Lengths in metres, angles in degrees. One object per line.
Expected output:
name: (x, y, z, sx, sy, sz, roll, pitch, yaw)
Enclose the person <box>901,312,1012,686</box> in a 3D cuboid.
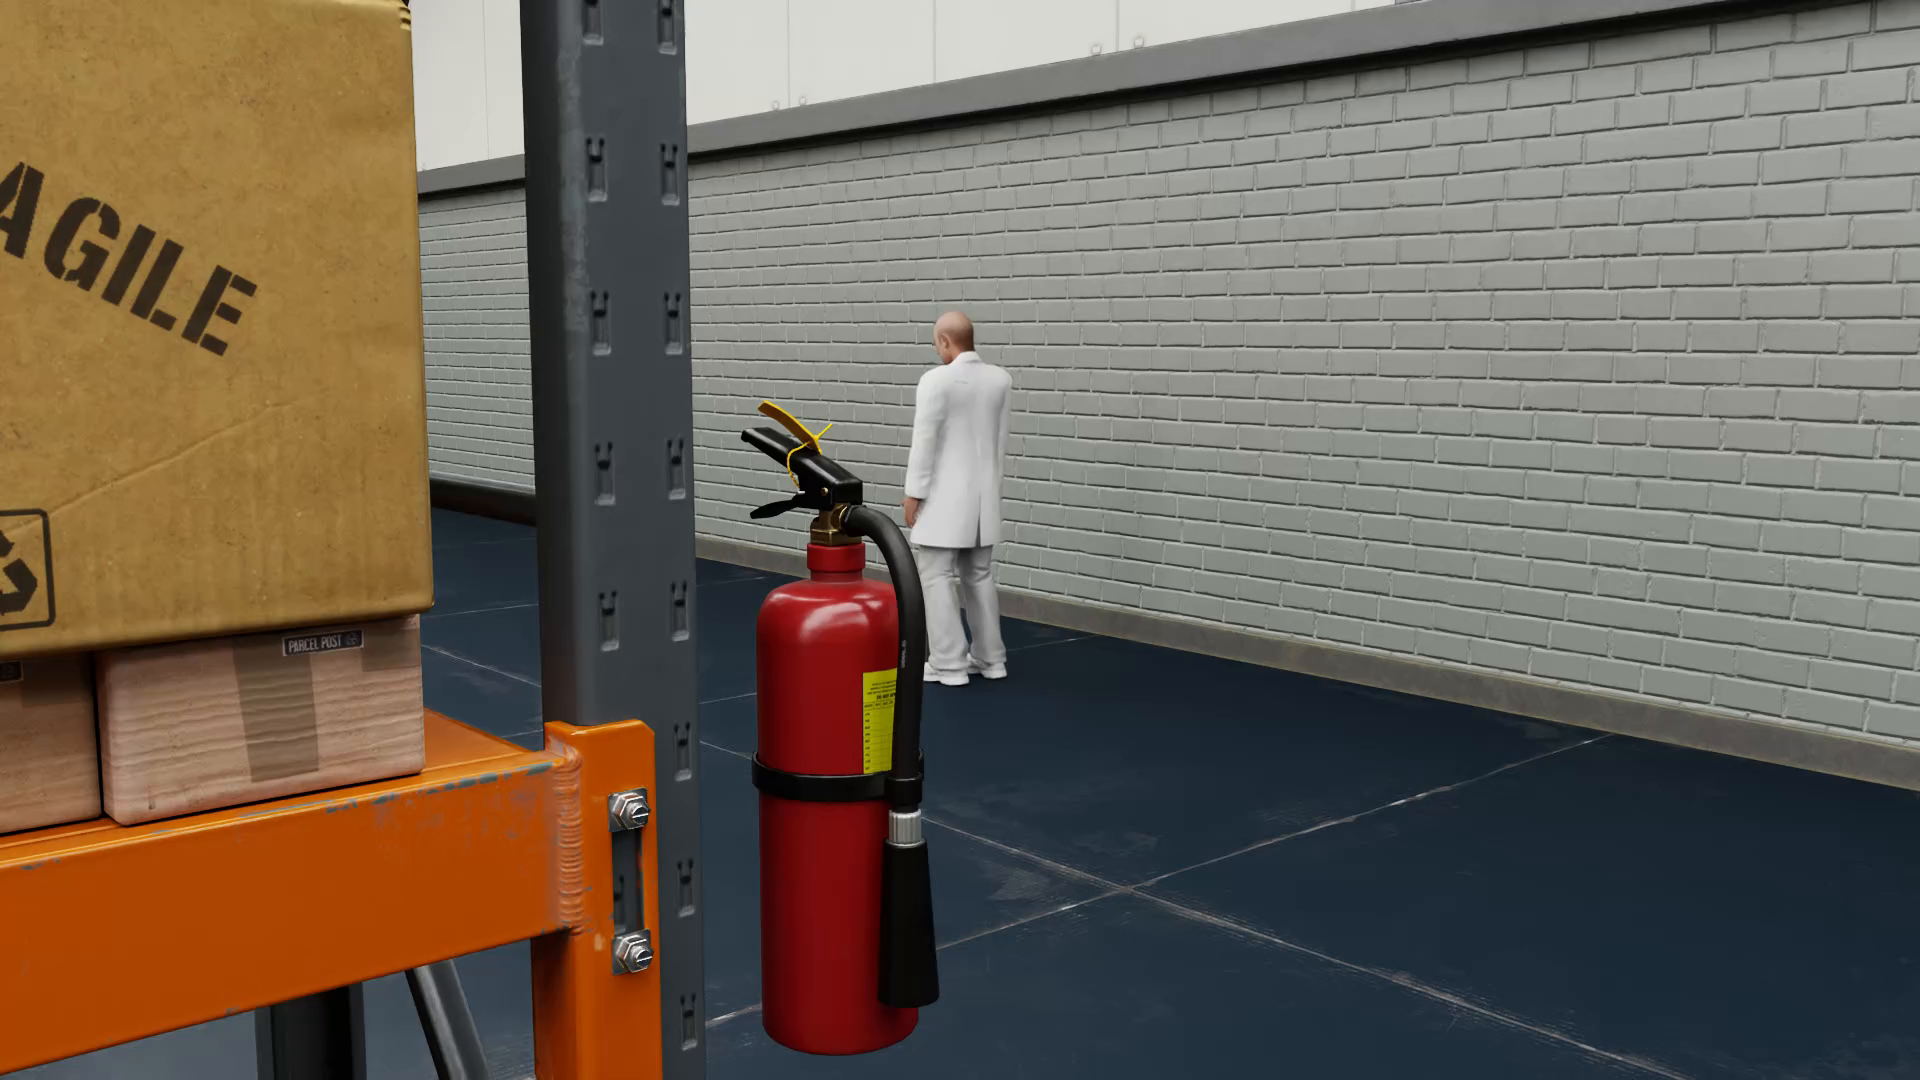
person: (-0.026, -0.200, 7.967, 0.564, 1.769, 0.377, -6, 9, -40)
